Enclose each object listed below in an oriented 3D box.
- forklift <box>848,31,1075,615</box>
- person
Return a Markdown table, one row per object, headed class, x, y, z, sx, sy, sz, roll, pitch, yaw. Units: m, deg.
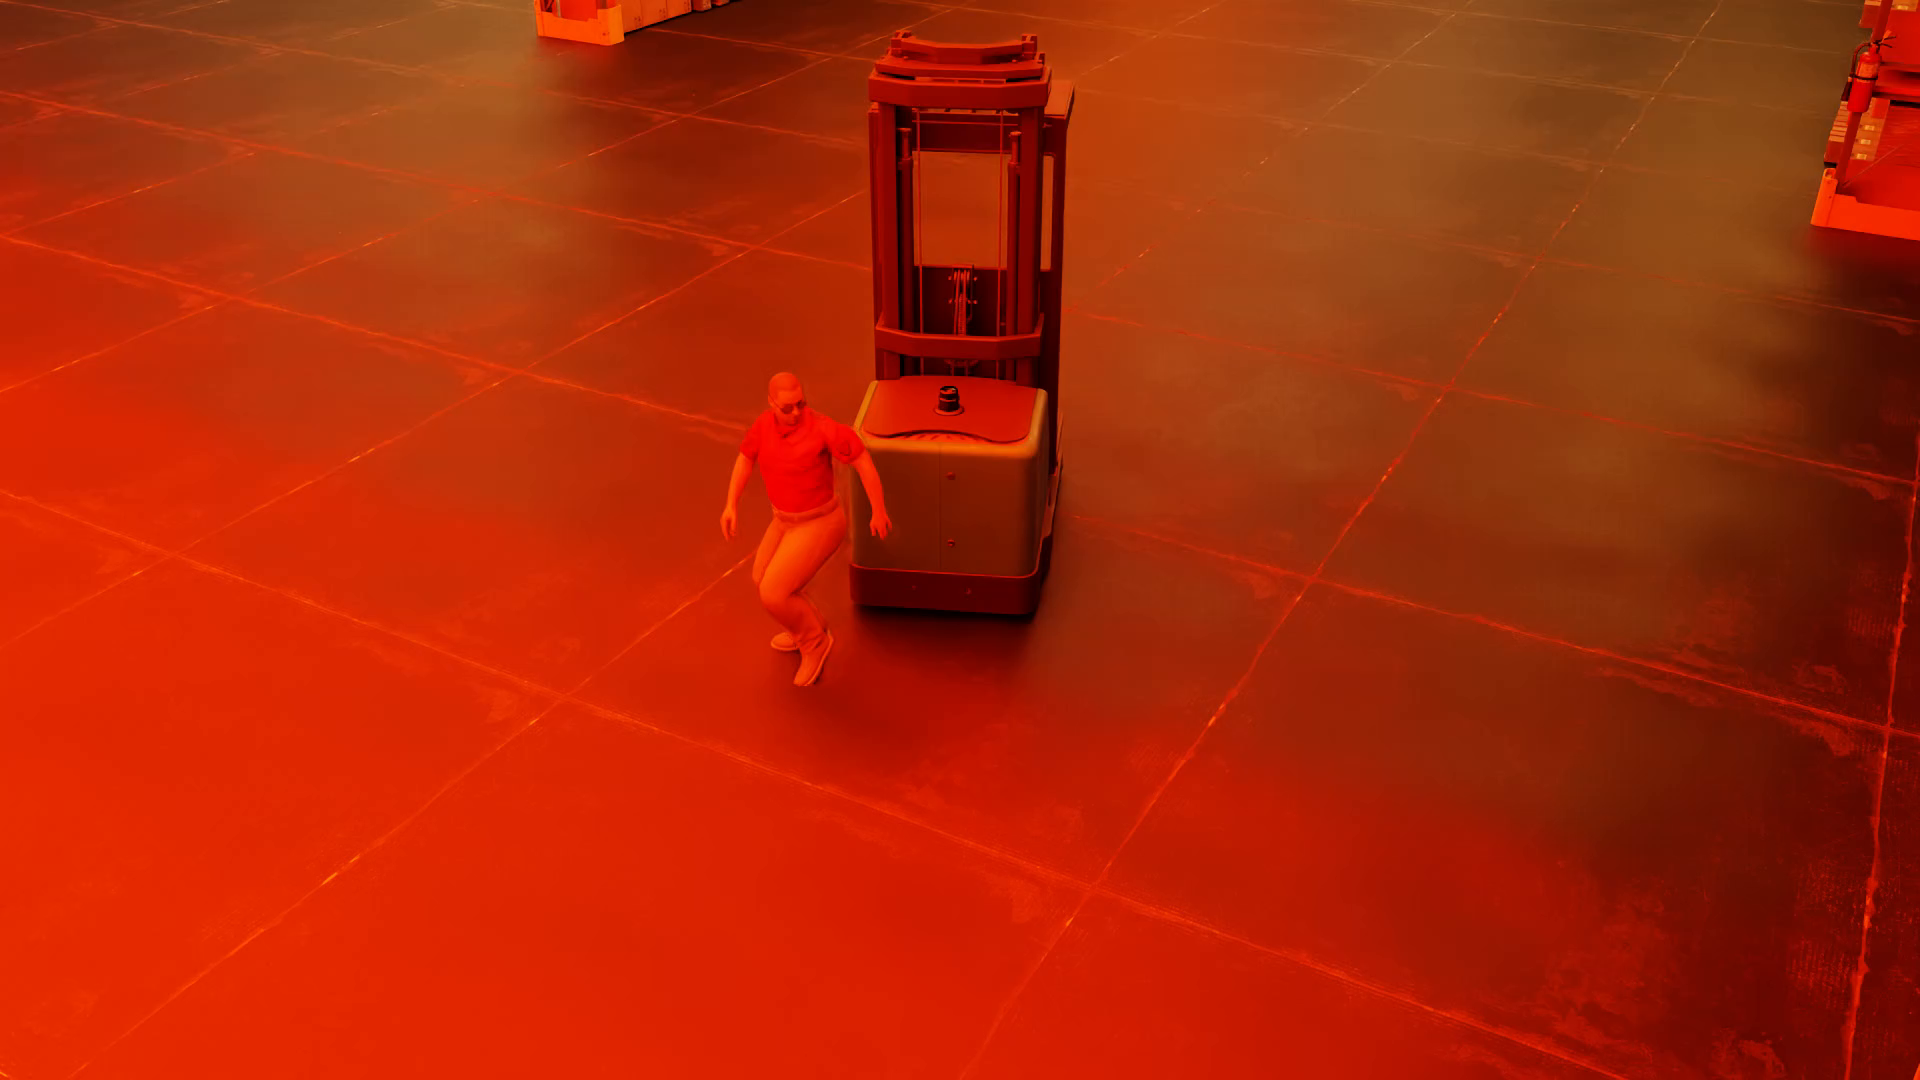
| class | x | y | z | sx | sy | sz | roll | pitch | yaw |
| --- | --- | --- | --- | --- | --- | --- | --- | --- | --- |
| forklift | 0.072 | -1.572 | 9.794 | 1.130 | 2.935 | 3.031 | 3 | 30 | 6 |
| person | -0.830 | -0.073 | 8.521 | 0.731 | 1.692 | 0.723 | -19 | 35 | -29 |
